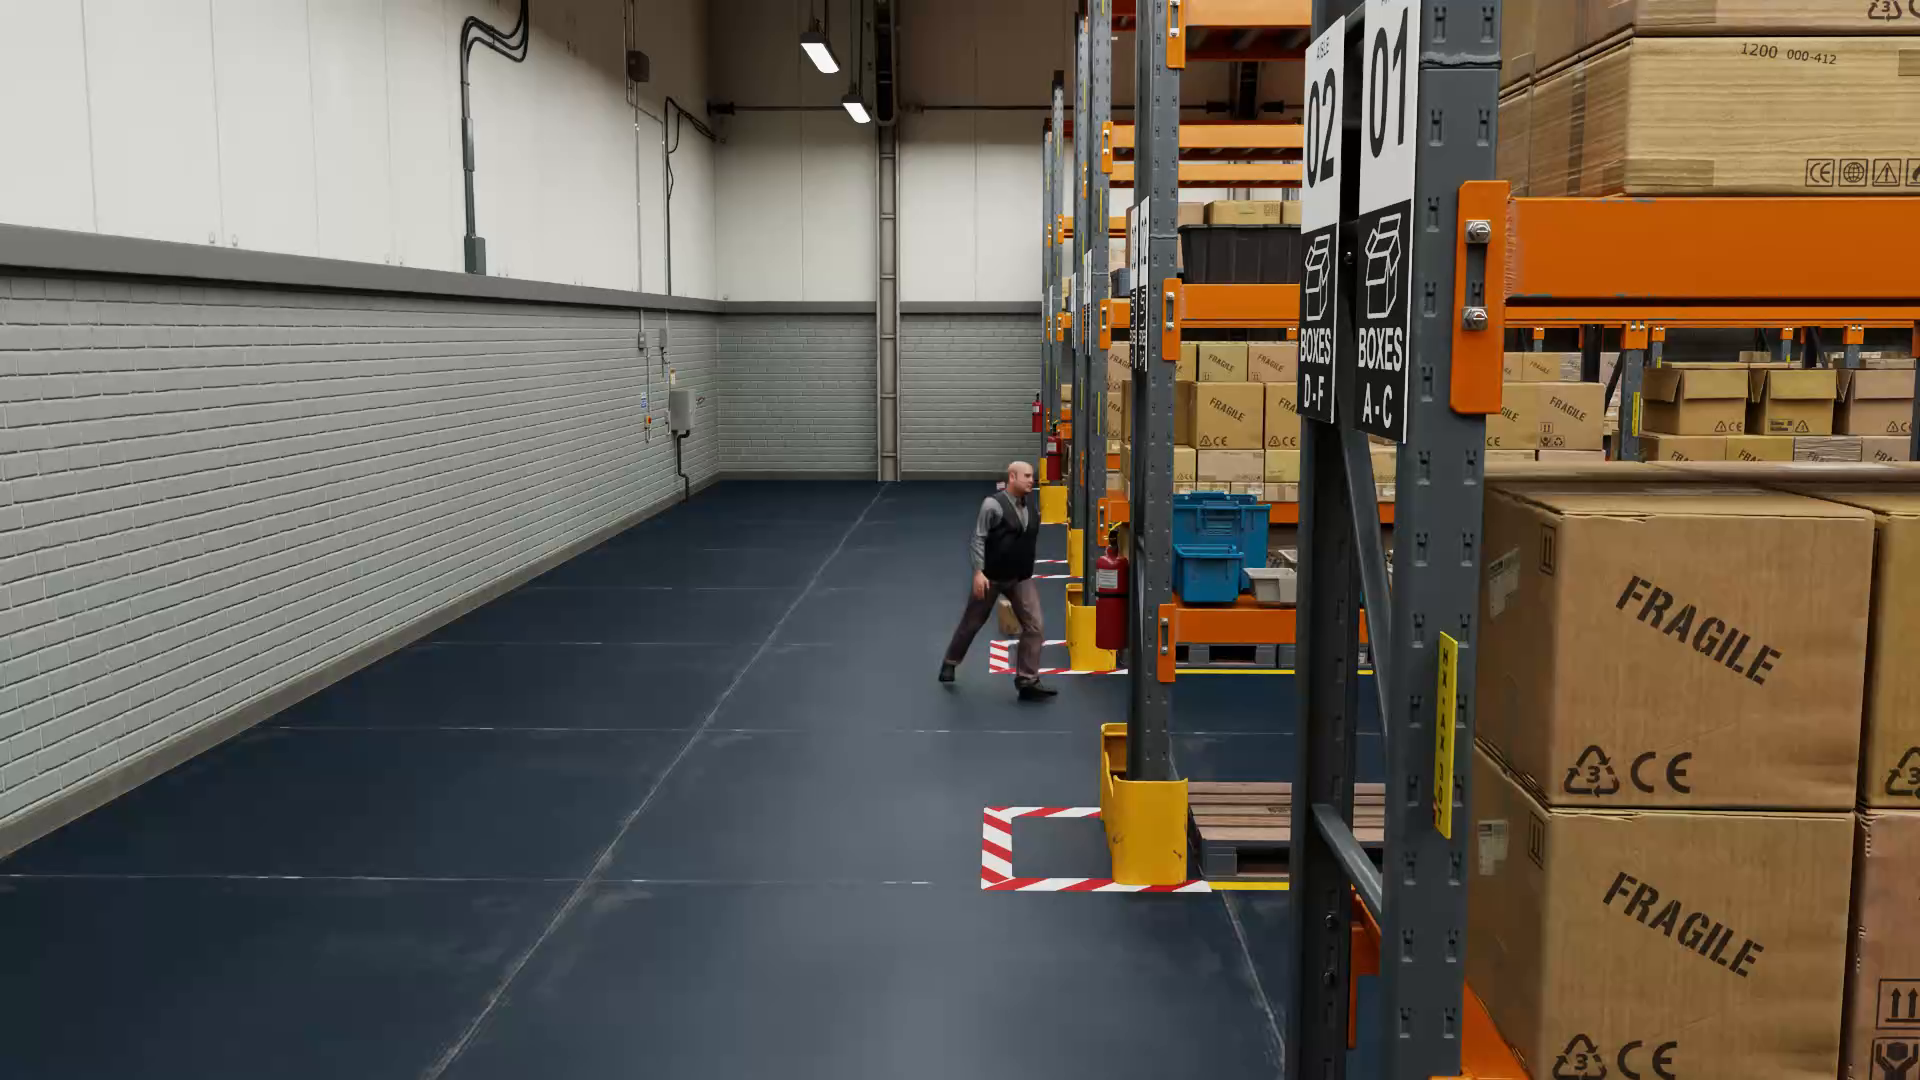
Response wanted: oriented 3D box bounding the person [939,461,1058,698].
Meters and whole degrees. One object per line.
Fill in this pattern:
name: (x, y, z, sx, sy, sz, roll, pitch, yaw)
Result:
person: (0.276, 0.268, 11.897, 0.626, 1.671, 0.964, -4, 8, -30)
